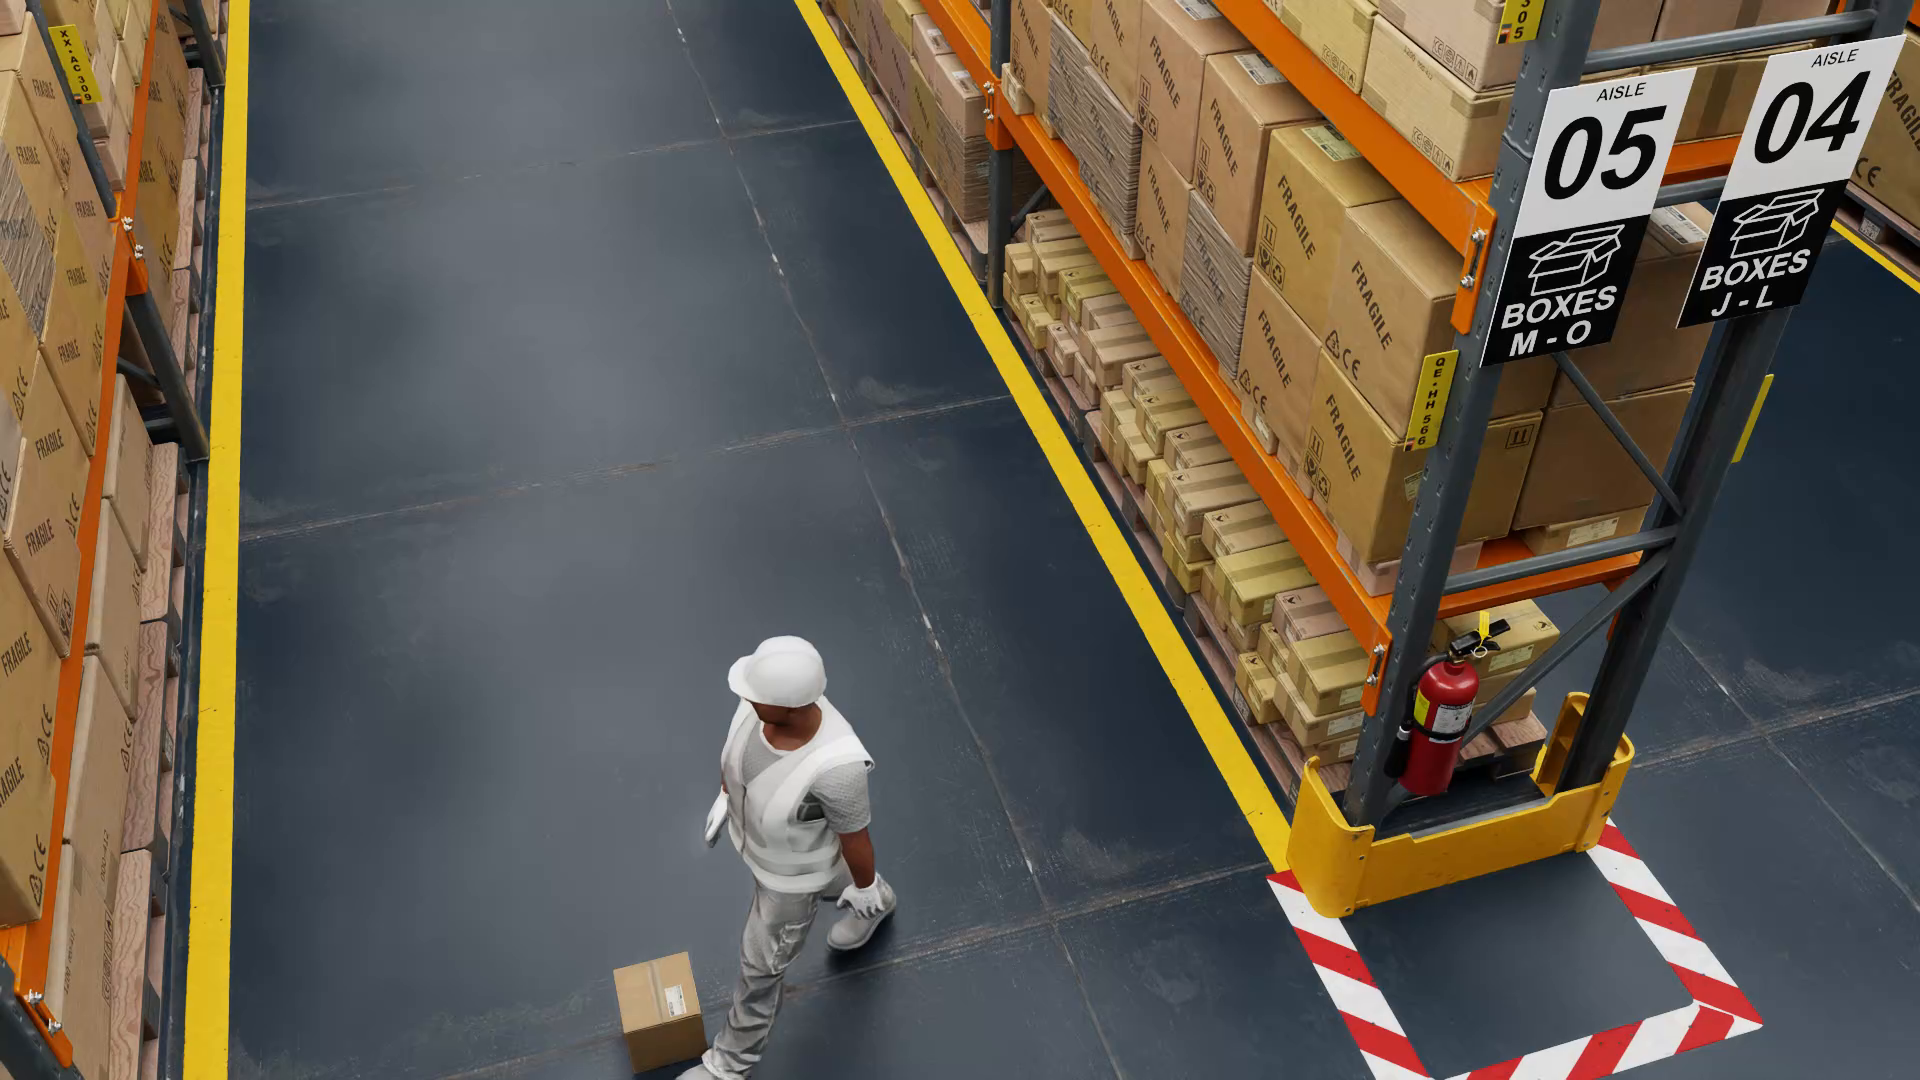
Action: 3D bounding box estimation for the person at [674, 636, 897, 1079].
[{"bbox_3d":[-0.595,0.961,5.110,1.049,1.735,0.584,-23,47,-24],"label":"person"}]
